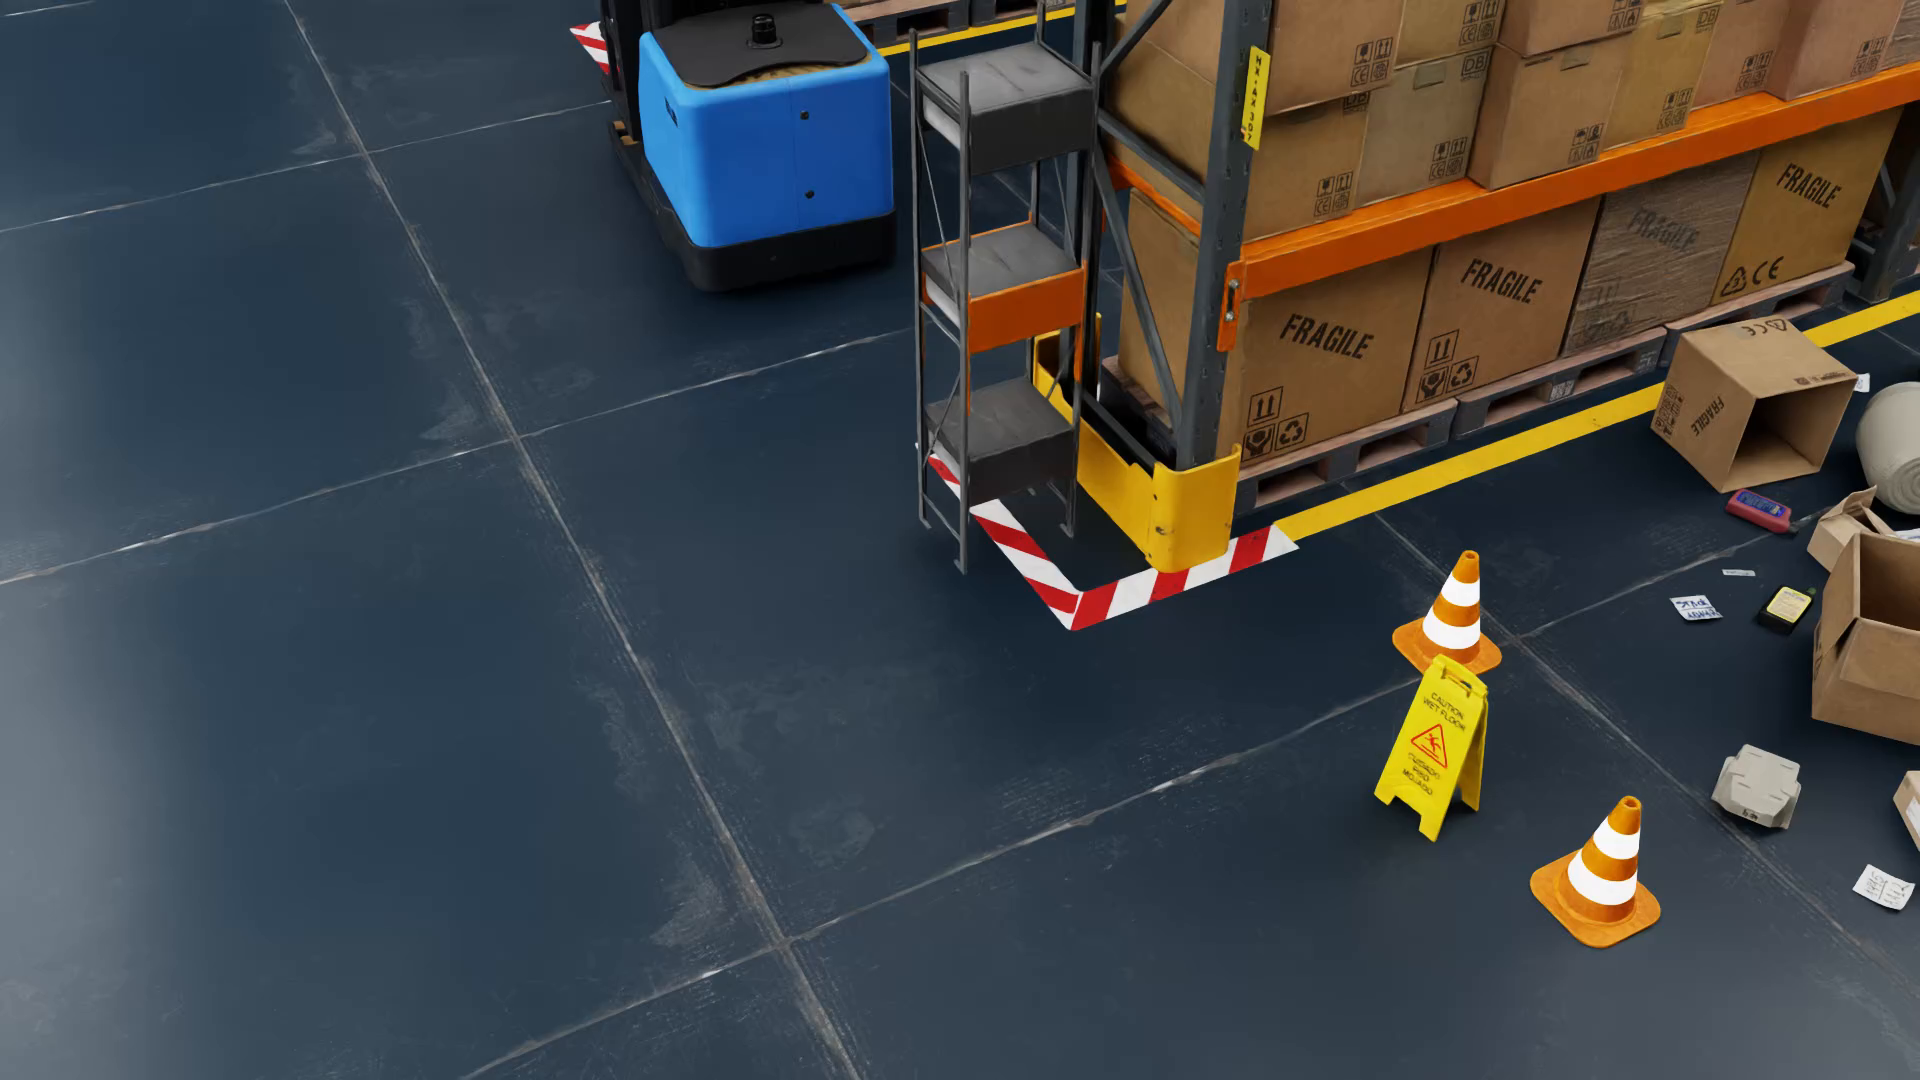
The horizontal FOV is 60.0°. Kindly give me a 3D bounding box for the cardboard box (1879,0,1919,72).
[{"bbox_3d":[3.931,-2.524,7.294,0.550,0.550,0.875,-19,44,-21],"label":"cardboard box"}]

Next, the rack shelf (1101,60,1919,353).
[{"bbox_3d":[2.479,-1.713,7.008,4.000,0.370,1.077,-19,44,-21],"label":"rack shelf"}]

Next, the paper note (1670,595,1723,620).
[{"bbox_3d":[2.843,0.261,6.419,0.142,0.017,0.144,-5,40,-6],"label":"paper note"}]

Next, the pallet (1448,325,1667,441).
[{"bbox_3d":[2.459,-0.971,7.734,1.213,0.211,1.003,-19,44,-21],"label":"pallet"}]

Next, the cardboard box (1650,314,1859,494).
[{"bbox_3d":[3.350,-0.580,7.046,0.500,0.500,0.500,-12,42,-13],"label":"cardboard box"}]

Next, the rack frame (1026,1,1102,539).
[{"bbox_3d":[0.363,-0.924,6.216,0.015,2.100,0.400,-19,44,-21],"label":"rack frame"}]

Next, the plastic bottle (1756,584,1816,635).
[{"bbox_3d":[3.192,0.251,6.407,0.133,0.061,0.283,31,49,31],"label":"plastic bottle"}]

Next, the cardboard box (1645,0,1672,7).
[{"bbox_3d":[2.467,-2.487,6.415,0.500,0.550,0.875,-19,44,-21],"label":"cardboard box"}]

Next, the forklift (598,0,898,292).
[{"bbox_3d":[-1.326,-3.277,8.352,1.130,2.935,3.031,-14,42,-16],"label":"forklift"}]

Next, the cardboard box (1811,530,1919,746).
[{"bbox_3d":[3.470,0.394,5.895,0.797,0.503,0.637,15,42,17],"label":"cardboard box"}]

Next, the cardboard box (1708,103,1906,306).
[{"bbox_3d":[3.663,-1.786,7.858,0.875,0.875,0.875,-18,43,-20],"label":"cardboard box"}]

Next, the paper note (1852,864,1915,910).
[{"bbox_3d":[3.000,1.126,5.396,0.148,0.019,0.142,31,49,31],"label":"paper note"}]

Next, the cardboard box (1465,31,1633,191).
[{"bbox_3d":[2.046,-1.856,6.505,0.550,0.550,0.875,-19,44,-21],"label":"cardboard box"}]

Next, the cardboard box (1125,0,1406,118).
[{"bbox_3d":[1.052,-1.948,5.778,0.550,0.550,0.875,-19,44,-21],"label":"cardboard box"}]

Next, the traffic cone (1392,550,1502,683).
[{"bbox_3d":[1.832,0.233,6.116,0.334,0.463,0.336,-19,44,-21],"label":"traffic cone"}]

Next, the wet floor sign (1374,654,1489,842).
[{"bbox_3d":[1.594,0.652,5.481,0.232,0.644,0.267,-26,47,-28],"label":"wet floor sign"}]

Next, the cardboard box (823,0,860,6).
[{"bbox_3d":[-0.935,-3.646,10.345,0.500,0.500,0.500,-11,41,-13],"label":"cardboard box"}]

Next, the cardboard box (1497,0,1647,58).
[{"bbox_3d":[2.057,-2.255,6.140,0.550,0.550,0.875,-19,44,-21],"label":"cardboard box"}]

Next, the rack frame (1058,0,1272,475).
[{"bbox_3d":[0.705,-1.390,6.071,0.127,3.000,1.000,-19,44,-21],"label":"rack frame"}]

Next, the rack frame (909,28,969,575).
[{"bbox_3d":[-0.070,-0.778,6.044,0.015,2.100,0.400,-19,44,-21],"label":"rack frame"}]

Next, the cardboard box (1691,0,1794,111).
[{"bbox_3d":[2.920,-2.254,6.975,0.550,0.550,0.875,-19,44,-21],"label":"cardboard box"}]

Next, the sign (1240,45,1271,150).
[{"bbox_3d":[0.956,-1.431,5.388,0.005,0.325,0.100,-19,44,-21],"label":"sign"}]

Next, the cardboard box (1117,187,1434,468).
[{"bbox_3d":[1.276,-0.980,6.905,0.875,0.875,0.875,-18,44,-20],"label":"cardboard box"}]

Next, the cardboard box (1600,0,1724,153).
[{"bbox_3d":[2.497,-2.038,6.720,0.500,0.550,0.875,-19,44,-21],"label":"cardboard box"}]

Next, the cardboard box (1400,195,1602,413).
[{"bbox_3d":[2.055,-1.244,7.217,0.875,0.875,0.875,-19,44,-21],"label":"cardboard box"}]

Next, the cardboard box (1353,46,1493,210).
[{"bbox_3d":[1.491,-1.761,6.393,0.550,0.550,0.875,-19,44,-21],"label":"cardboard box"}]

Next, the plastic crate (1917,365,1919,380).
[{"bbox_3d":[4.704,-0.730,7.423,0.662,0.188,0.450,2,30,2],"label":"plastic crate"}]

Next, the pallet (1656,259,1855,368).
[{"bbox_3d":[3.542,-1.338,8.167,1.213,0.211,1.003,-19,44,-21],"label":"pallet"}]

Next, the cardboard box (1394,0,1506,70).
[{"bbox_3d":[1.497,-2.165,6.034,0.550,0.550,0.875,-19,44,-21],"label":"cardboard box"}]

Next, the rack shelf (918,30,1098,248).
[{"bbox_3d":[0.147,-1.375,5.687,0.480,0.518,0.431,-19,44,-21],"label":"rack shelf"}]

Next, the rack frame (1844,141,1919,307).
[{"bbox_3d":[4.253,-2.584,7.481,0.127,3.000,1.000,-19,44,-21],"label":"rack frame"}]

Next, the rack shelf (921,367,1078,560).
[{"bbox_3d":[0.147,-0.306,6.591,0.480,0.518,0.431,-19,44,-21],"label":"rack shelf"}]

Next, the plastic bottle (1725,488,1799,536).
[{"bbox_3d":[3.313,-0.110,6.832,0.283,0.061,0.133,31,49,31],"label":"plastic bottle"}]

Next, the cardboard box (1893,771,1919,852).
[{"bbox_3d":[3.310,0.956,5.506,0.250,0.149,0.380,2,40,2],"label":"cardboard box"}]

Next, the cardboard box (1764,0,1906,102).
[{"bbox_3d":[3.454,-2.347,7.085,0.550,0.550,0.875,-19,44,-21],"label":"cardboard box"}]

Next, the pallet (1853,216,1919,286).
[{"bbox_3d":[4.902,-1.793,8.705,1.213,0.211,1.003,-19,44,-21],"label":"pallet"}]

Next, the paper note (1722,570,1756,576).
[{"bbox_3d":[3.086,0.130,6.589,0.123,0.001,0.032,2,40,2],"label":"paper note"}]

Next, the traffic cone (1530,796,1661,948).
[{"bbox_3d":[2.052,0.982,5.232,0.334,0.463,0.336,-19,44,-21],"label":"traffic cone"}]

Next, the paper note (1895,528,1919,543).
[{"bbox_3d":[3.894,0.006,6.725,0.155,0.023,0.172,-5,40,-6],"label":"paper note"}]

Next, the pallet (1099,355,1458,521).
[{"bbox_3d":[1.378,-0.609,7.307,1.213,0.211,1.003,-19,44,-21],"label":"pallet"}]

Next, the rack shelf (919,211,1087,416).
[{"bbox_3d":[0.147,-0.840,6.139,0.480,0.518,0.431,-19,44,-21],"label":"rack shelf"}]

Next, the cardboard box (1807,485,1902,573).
[{"bbox_3d":[3.579,0.028,6.512,0.258,0.266,0.396,-12,42,-13],"label":"cardboard box"}]

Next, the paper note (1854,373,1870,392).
[{"bbox_3d":[4.075,-0.732,7.590,0.147,0.020,0.142,15,42,17],"label":"paper note"}]

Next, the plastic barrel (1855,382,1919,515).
[{"bbox_3d":[3.955,-0.383,6.875,0.421,0.421,0.512,8,41,10],"label":"plastic barrel"}]

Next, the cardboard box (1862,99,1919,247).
[{"bbox_3d":[4.762,-2.123,8.352,0.750,0.750,1.050,-19,44,-21],"label":"cardboard box"}]

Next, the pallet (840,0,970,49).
[{"bbox_3d":[-0.692,-3.443,10.654,1.213,0.211,1.003,-19,44,-21],"label":"pallet"}]

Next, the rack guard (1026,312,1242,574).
[{"bbox_3d":[0.684,-0.429,6.870,0.348,0.500,1.175,-19,44,-21],"label":"rack guard"}]

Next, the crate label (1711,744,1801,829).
[{"bbox_3d":[2.721,0.836,5.656,0.250,0.136,0.298,22,45,24],"label":"crate label"}]

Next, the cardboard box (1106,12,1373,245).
[{"bbox_3d":[1.013,-1.584,6.184,0.550,0.550,0.875,-19,44,-21],"label":"cardboard box"}]

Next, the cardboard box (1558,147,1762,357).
[{"bbox_3d":[2.865,-1.515,7.537,0.875,0.875,0.875,-18,44,-20],"label":"cardboard box"}]

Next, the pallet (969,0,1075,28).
[{"bbox_3d":[0.388,-3.805,11.081,1.213,0.211,1.003,-19,44,-21],"label":"pallet"}]

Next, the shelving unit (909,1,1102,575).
[{"bbox_3d":[0.147,-0.851,6.130,0.503,2.100,0.431,-19,44,-21],"label":"shelving unit"}]
